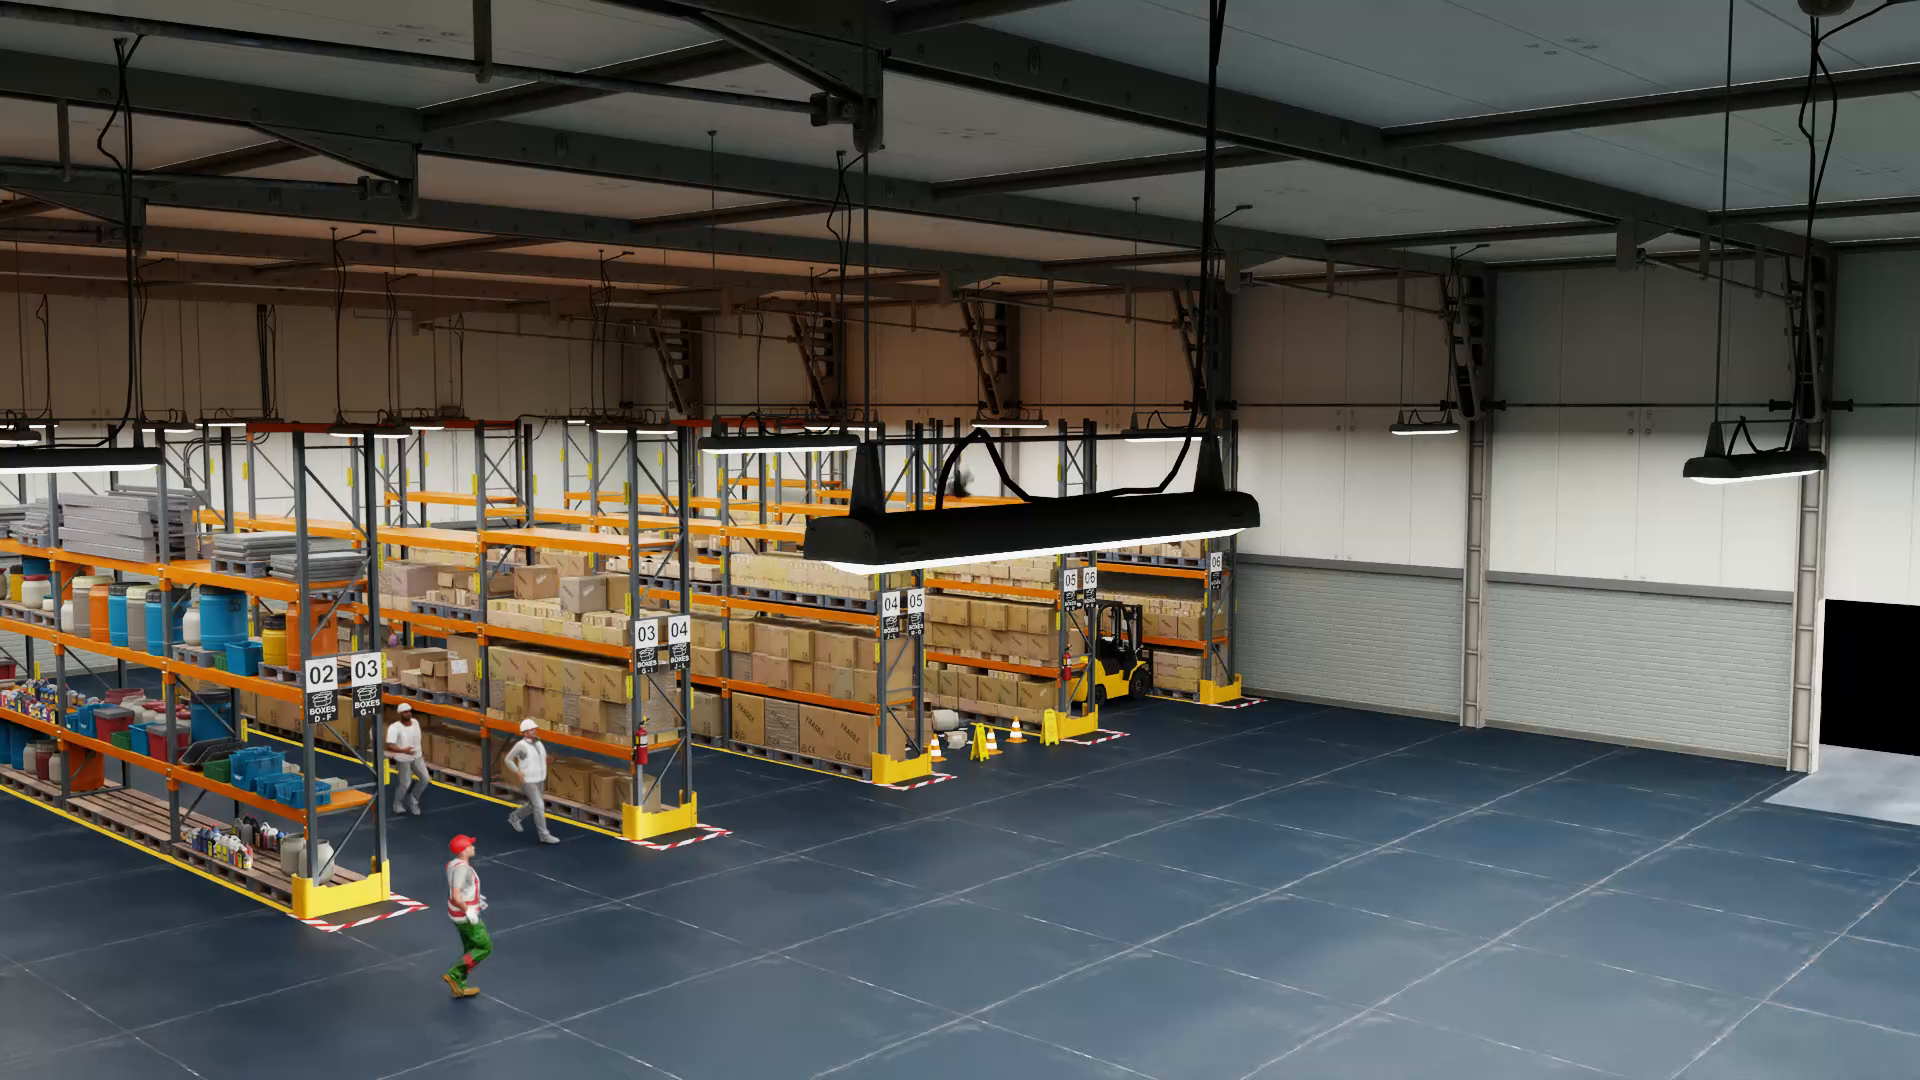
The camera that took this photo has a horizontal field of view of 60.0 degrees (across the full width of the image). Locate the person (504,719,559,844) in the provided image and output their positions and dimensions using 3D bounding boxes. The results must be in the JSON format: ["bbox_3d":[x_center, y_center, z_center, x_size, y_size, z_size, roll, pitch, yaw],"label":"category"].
[{"bbox_3d":[-6.195,3.461,24.034,0.969,1.749,0.659,2,5,22],"label":"person"}]

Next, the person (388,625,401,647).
[{"bbox_3d":[-12.309,2.610,36.007,0.567,1.554,0.700,-4,6,-38],"label":"person"}]

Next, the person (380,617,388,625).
[{"bbox_3d":[-13.707,2.176,39.935,0.673,1.827,0.931,2,5,28],"label":"person"}]

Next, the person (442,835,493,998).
[{"bbox_3d":[-5.274,4.006,17.729,0.531,1.746,0.648,-2,5,-28],"label":"person"}]

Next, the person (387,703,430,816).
[{"bbox_3d":[-8.477,3.372,25.571,0.665,1.760,0.699,4,6,37],"label":"person"}]
